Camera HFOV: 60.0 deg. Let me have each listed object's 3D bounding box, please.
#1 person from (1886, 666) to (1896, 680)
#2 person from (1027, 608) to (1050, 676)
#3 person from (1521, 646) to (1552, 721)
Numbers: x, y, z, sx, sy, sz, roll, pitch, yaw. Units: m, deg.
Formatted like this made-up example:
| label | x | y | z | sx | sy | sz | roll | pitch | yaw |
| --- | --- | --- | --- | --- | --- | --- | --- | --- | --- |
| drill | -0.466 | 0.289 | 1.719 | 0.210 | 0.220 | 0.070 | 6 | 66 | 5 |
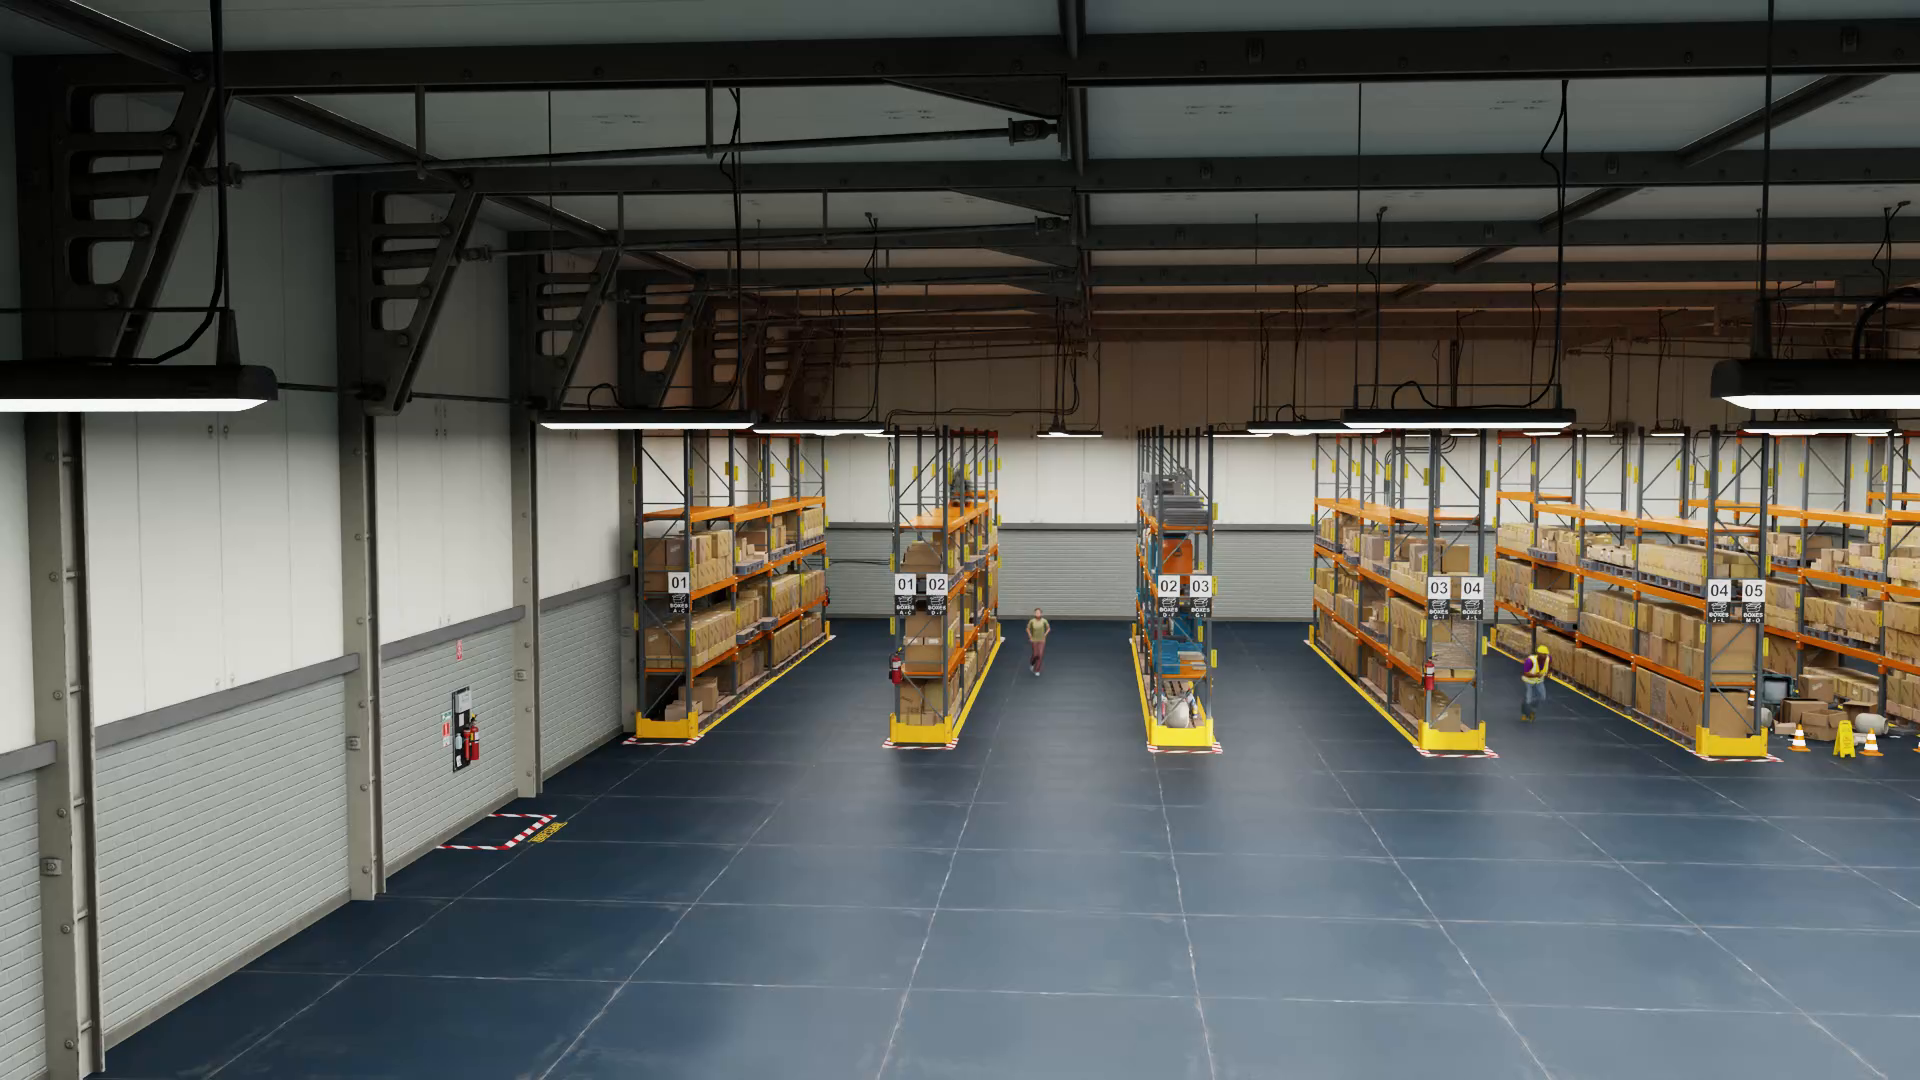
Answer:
| label | x | y | z | sx | sy | sz | roll | pitch | yaw |
| --- | --- | --- | --- | --- | --- | --- | --- | --- | --- |
| person | 21.285 | 2.634 | 38.070 | 0.619 | 1.628 | 0.538 | 0 | 3 | -7 |
| person | 1.919 | 2.478 | 40.499 | 0.570 | 1.637 | 0.565 | 0 | 3 | -2 |
| person | 11.658 | 2.893 | 33.594 | 0.739 | 1.591 | 0.912 | -1 | 4 | -12 |
